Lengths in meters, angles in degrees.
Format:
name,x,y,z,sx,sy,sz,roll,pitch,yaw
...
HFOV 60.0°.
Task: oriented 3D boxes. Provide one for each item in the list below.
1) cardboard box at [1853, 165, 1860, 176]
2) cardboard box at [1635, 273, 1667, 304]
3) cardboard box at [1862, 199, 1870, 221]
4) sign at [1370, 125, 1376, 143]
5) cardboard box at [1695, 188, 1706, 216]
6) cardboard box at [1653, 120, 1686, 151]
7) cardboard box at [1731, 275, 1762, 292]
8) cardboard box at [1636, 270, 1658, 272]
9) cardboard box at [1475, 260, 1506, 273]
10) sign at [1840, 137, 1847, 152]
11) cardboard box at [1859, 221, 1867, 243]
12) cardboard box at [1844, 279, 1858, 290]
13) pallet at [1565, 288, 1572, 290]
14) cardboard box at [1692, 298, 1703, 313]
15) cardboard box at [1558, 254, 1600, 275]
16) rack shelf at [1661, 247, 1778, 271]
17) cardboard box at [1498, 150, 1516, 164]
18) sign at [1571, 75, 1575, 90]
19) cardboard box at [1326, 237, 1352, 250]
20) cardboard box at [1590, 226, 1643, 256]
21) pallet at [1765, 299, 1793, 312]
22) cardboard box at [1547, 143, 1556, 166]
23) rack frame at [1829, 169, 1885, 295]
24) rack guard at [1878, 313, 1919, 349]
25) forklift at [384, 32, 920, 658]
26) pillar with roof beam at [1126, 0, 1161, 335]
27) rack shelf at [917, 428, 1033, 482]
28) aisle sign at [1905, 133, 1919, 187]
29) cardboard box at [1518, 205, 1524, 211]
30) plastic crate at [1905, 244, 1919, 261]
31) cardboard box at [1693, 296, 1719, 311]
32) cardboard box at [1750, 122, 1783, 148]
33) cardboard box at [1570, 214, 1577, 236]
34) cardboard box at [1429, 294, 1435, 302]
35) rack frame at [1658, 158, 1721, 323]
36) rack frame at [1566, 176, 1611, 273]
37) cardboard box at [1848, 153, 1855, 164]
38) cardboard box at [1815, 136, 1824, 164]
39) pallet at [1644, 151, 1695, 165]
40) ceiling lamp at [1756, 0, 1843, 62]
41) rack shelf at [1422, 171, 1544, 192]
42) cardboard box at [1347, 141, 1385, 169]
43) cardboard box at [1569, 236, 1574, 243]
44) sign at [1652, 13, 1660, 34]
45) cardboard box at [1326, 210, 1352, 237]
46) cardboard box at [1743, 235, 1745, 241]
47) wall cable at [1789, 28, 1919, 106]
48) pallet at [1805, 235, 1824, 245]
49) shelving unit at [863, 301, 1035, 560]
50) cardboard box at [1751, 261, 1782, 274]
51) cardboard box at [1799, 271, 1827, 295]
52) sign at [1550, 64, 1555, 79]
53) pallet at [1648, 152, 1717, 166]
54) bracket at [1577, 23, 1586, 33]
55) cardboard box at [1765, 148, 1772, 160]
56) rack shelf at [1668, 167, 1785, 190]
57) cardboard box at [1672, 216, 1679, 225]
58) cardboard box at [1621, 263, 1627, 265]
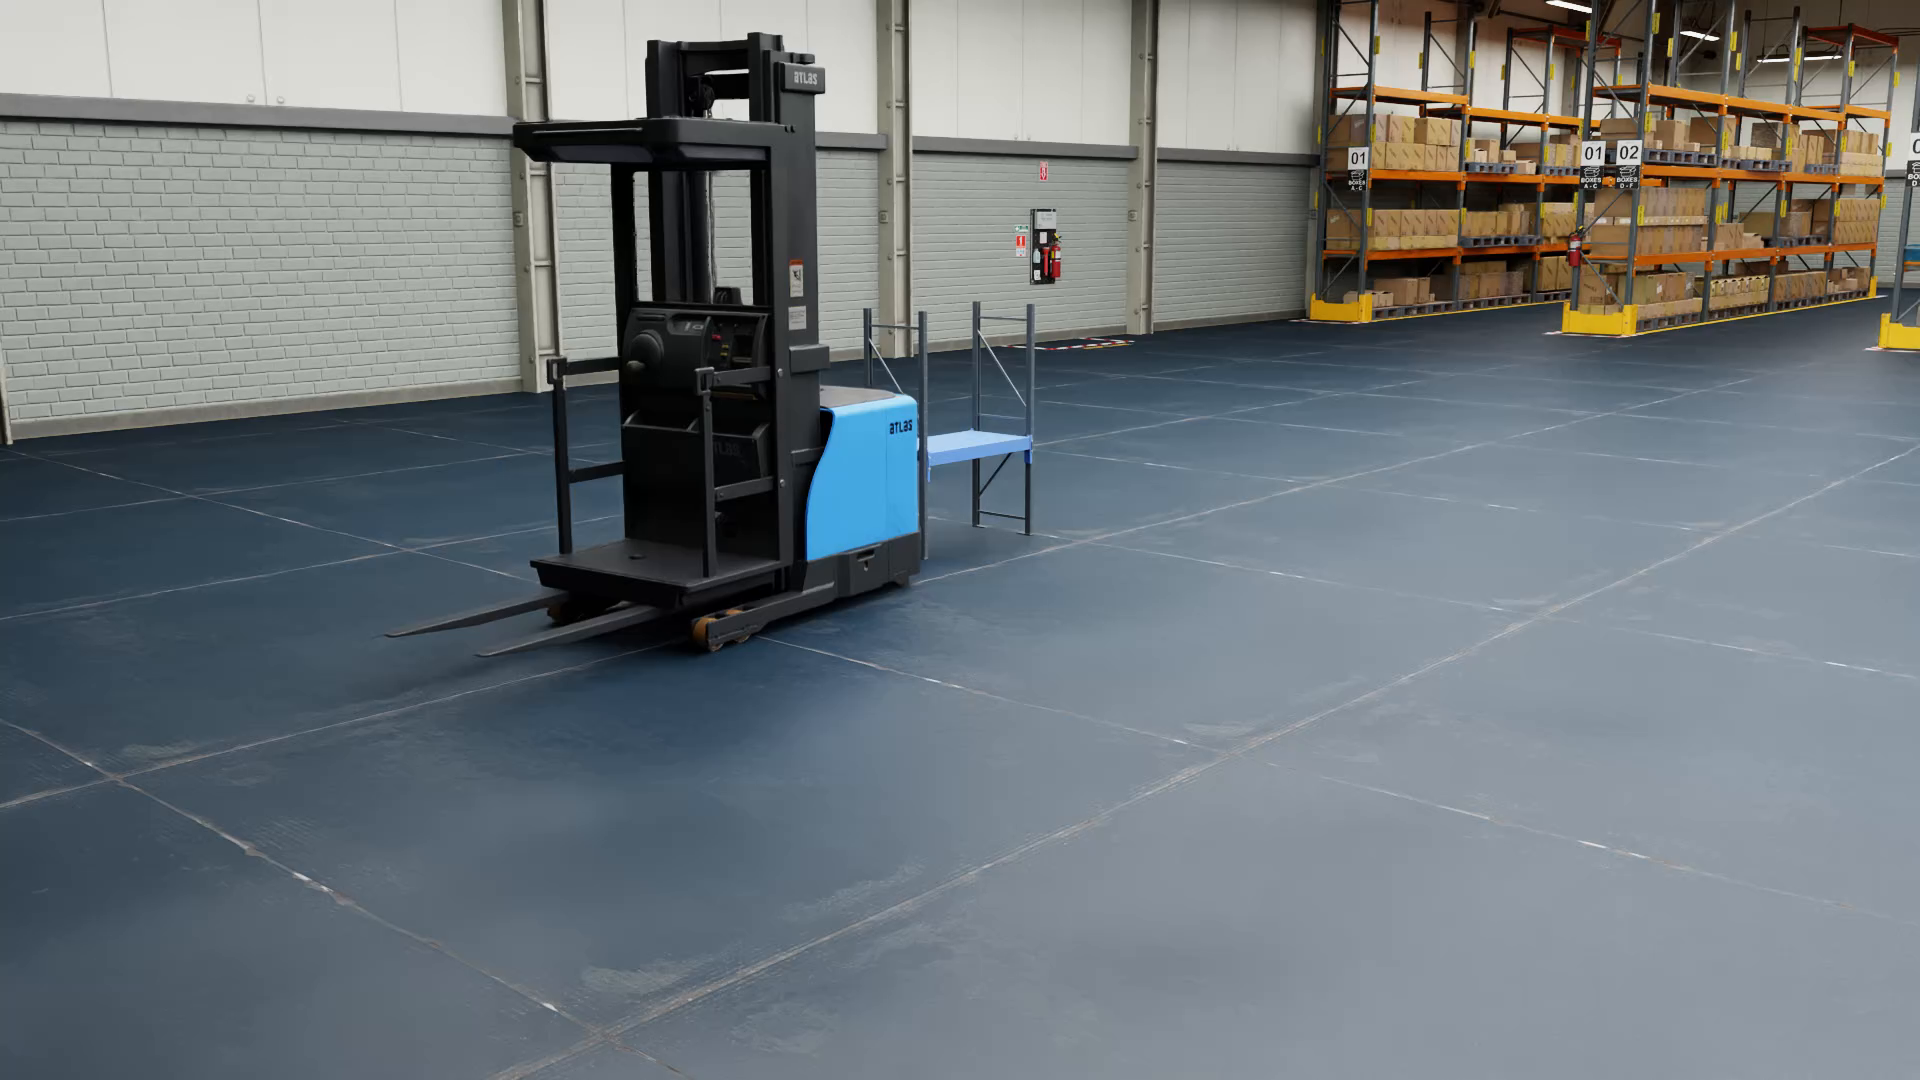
name,x,y,z,sx,sy,sz,roll,pitch,yaw
cardboard box,20.014,-8.360,37.634,0.500,0.250,0.500,10,15,40
cardboard box,12.091,-4.436,29.294,0.500,0.500,0.500,10,15,40
cardboard box,20.724,-7.652,38.557,0.500,0.500,0.500,10,15,42
sign,7.605,-7.481,30.616,0.100,0.325,0.005,10,15,40
cardboard box,13.273,-6.219,30.621,0.700,0.500,0.500,10,15,41
cardboard box,12.223,-7.015,28.830,0.500,0.500,0.500,10,15,40
cardboard box,15.703,-5.135,33.276,0.500,0.311,0.500,9,15,39
cardboard box,12.696,-4.723,30.731,0.500,0.500,0.500,10,15,40
cardboard box,11.619,-5.997,36.424,0.500,0.250,0.500,10,15,41
sign,19.262,-8.623,36.242,0.100,0.325,0.005,10,15,40
cardboard box,20.718,-7.164,38.664,0.500,0.500,0.500,10,15,41
cardboard box,20.659,-5.985,38.914,0.500,0.250,0.500,10,15,40
pallet,14.666,-5.926,39.842,1.003,0.211,1.213,10,15,40
cardboard box,13.420,-4.361,30.834,0.500,0.250,0.500,10,15,40
cardboard box,14.788,-6.456,39.792,0.750,0.750,0.750,10,15,41
rack shelf,14.882,-5.541,32.632,1.077,0.370,4.000,10,15,40
cardboard box,11.553,-8.181,36.038,0.637,0.503,0.797,-10,15,-40
sign,14.718,-10.970,39.868,0.100,0.325,0.005,10,15,40
cardboard box,7.361,-5.681,31.829,0.500,0.250,0.500,10,15,41
cardboard box,11.239,-5.127,28.468,0.700,0.500,0.500,10,15,40
pallet,16.723,-4.926,34.834,1.003,0.211,1.213,10,15,40
cardboard box,13.066,-8.727,37.711,0.700,0.500,0.500,9,14,37
rack frame,21.483,-7.365,39.928,1.000,3.000,0.127,10,15,40
rack guard,14.654,-3.162,25.264,1.175,0.500,0.348,10,15,40
forklift,-1.464,-1.005,8.261,1.130,2.935,3.031,8,14,33
pillar with roof beam,6.283,-7.368,24.628,9.100,9.000,0.400,10,15,40
rack shelf,-0.056,-0.547,10.537,0.538,0.185,1.000,10,15,40
aisle sign,14.369,-5.673,24.818,0.394,0.787,0.004,10,15,40
cardboard box,12.273,-7.356,36.849,0.380,0.149,0.250,7,14,33
plastic crate,14.745,-4.410,25.510,0.499,0.251,0.616,10,15,40
cardboard box,14.014,-4.485,31.454,0.500,0.250,0.500,9,15,39
cardboard box,16.495,-8.262,33.951,0.500,0.500,0.500,10,15,40
cardboard box,14.010,-7.298,38.524,0.500,0.500,0.500,10,15,42
cardboard box,9.507,-4.983,34.114,0.380,0.166,0.250,7,14,33
rack frame,13.562,-5.600,31.089,1.000,3.000,0.127,10,15,40
rack frame,15.119,-7.417,40.186,1.000,3.000,0.127,10,15,40
cardboard box,19.679,-8.532,37.221,0.500,0.250,0.500,10,15,40
cardboard box,18.455,-8.487,36.304,0.600,0.600,0.600,8,14,35
pallet,12.213,-6.720,29.264,1.003,0.211,1.213,10,15,40
ceiling lamp,21.428,-13.878,42.315,2.000,3.185,0.800,10,15,40
rack shelf,11.158,-7.652,35.543,1.077,0.370,4.000,10,15,40
cardboard box,7.606,-7.198,31.125,0.500,0.500,0.500,10,15,42
cardboard box,14.053,-6.998,38.680,0.380,0.149,0.250,10,15,42
sign,11.334,-8.416,27.084,0.100,0.325,0.005,10,15,40
cardboard box,7.349,-6.052,31.770,0.500,0.500,0.500,10,15,40
cardboard box,15.466,-6.038,33.511,0.500,0.311,0.500,10,15,40
wall cable,23.793,-12.337,44.538,3.097,2.526,0.112,10,15,40
pallet,18.233,-6.579,36.483,1.003,0.211,1.213,10,15,40
shelving unit,-0.056,-0.723,10.501,0.538,1.500,1.048,10,15,40
cardboard box,17.349,-5.874,35.805,0.500,0.250,0.500,9,15,39
cardboard box,18.732,-5.657,36.634,0.500,0.500,0.500,10,15,40
sign,12.893,-10.198,36.208,0.100,0.325,0.005,10,15,40
pallet,13.018,-6.898,30.159,1.003,0.211,1.213,10,15,40
bracket,14.924,-12.231,39.786,0.235,0.232,0.430,10,15,40
cardboard box,15.945,-7.717,33.344,0.500,0.250,0.500,8,14,36
rack shelf,14.882,-7.012,32.339,1.077,0.370,4.000,10,15,40
cardboard box,12.531,-5.673,29.545,0.380,0.149,0.250,10,15,42
cardboard box,16.397,-6.915,41.329,0.380,0.149,0.250,9,15,39
